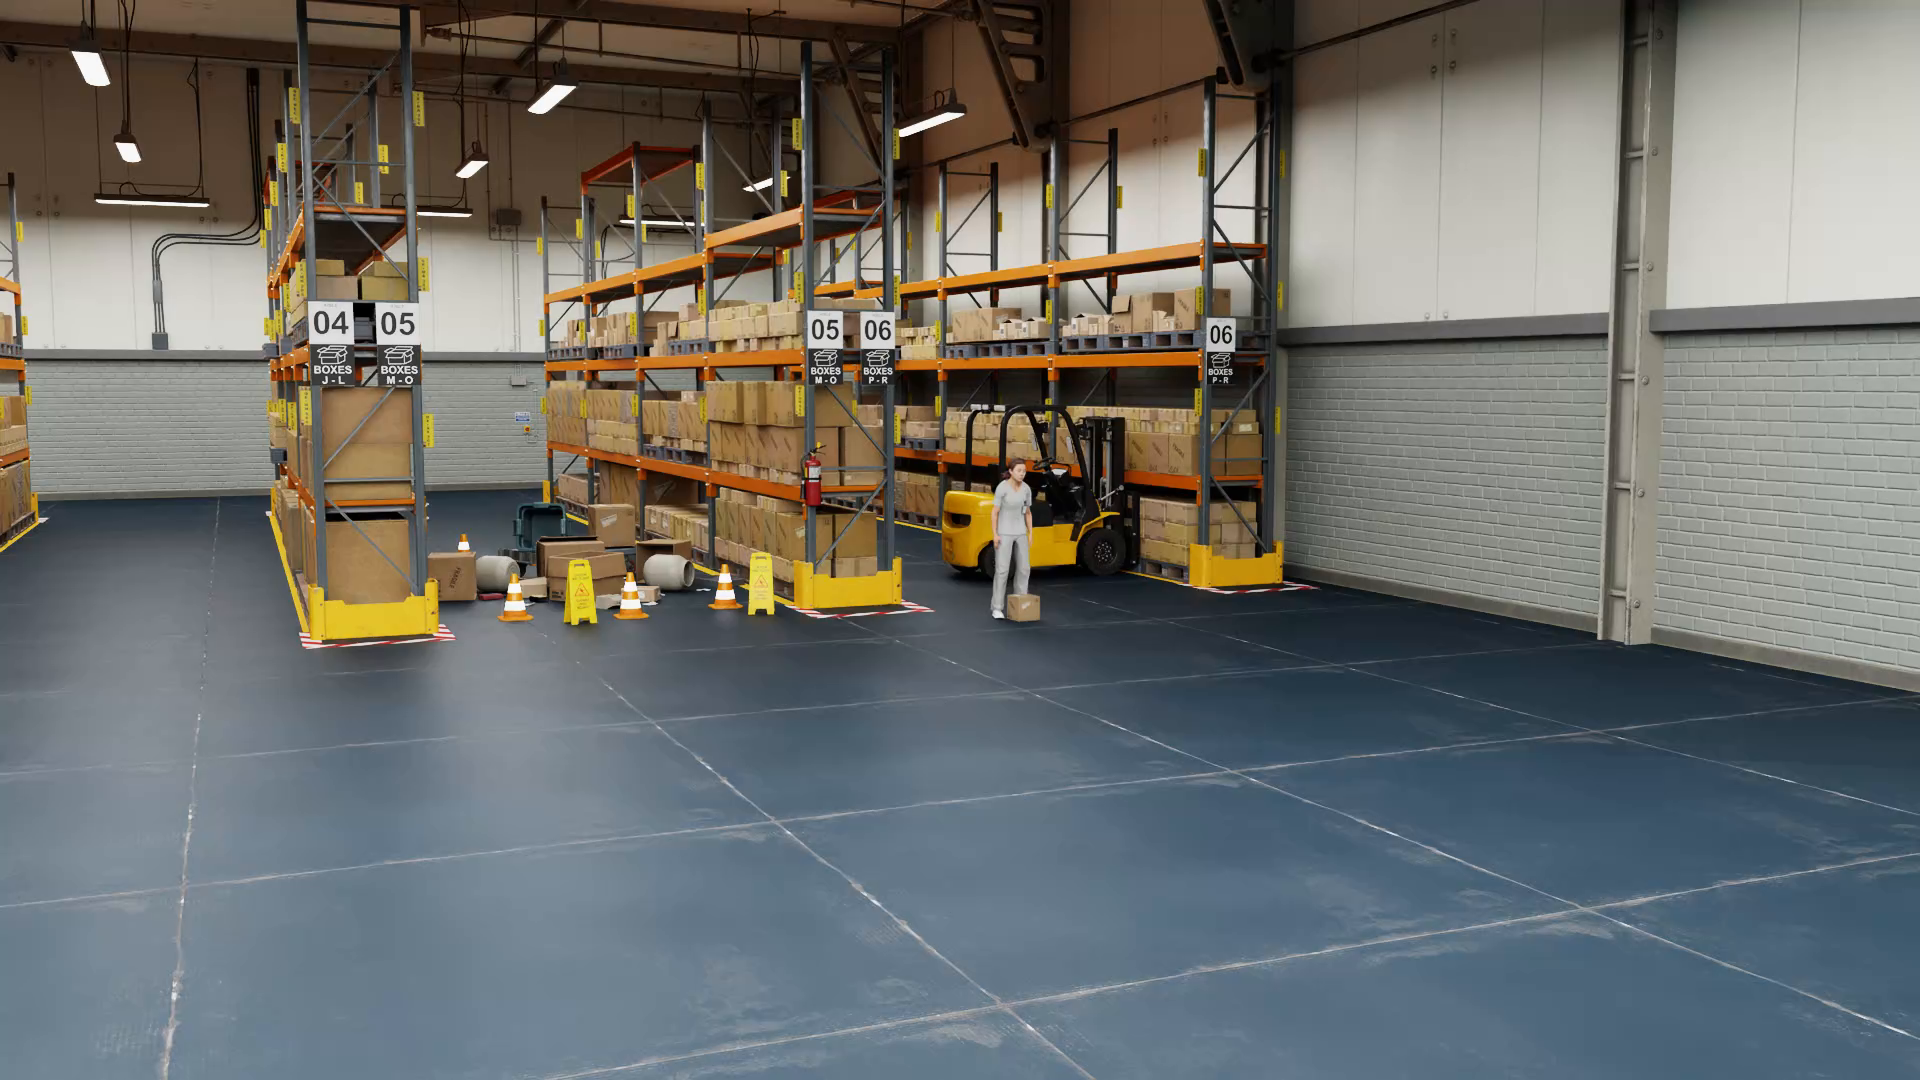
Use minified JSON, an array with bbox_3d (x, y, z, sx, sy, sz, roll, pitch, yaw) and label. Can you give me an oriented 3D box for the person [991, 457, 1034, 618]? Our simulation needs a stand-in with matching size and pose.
[{"bbox_3d":[0.546,-0.032,17.308,0.504,1.671,0.362,-3,6,-27],"label":"person"}]
